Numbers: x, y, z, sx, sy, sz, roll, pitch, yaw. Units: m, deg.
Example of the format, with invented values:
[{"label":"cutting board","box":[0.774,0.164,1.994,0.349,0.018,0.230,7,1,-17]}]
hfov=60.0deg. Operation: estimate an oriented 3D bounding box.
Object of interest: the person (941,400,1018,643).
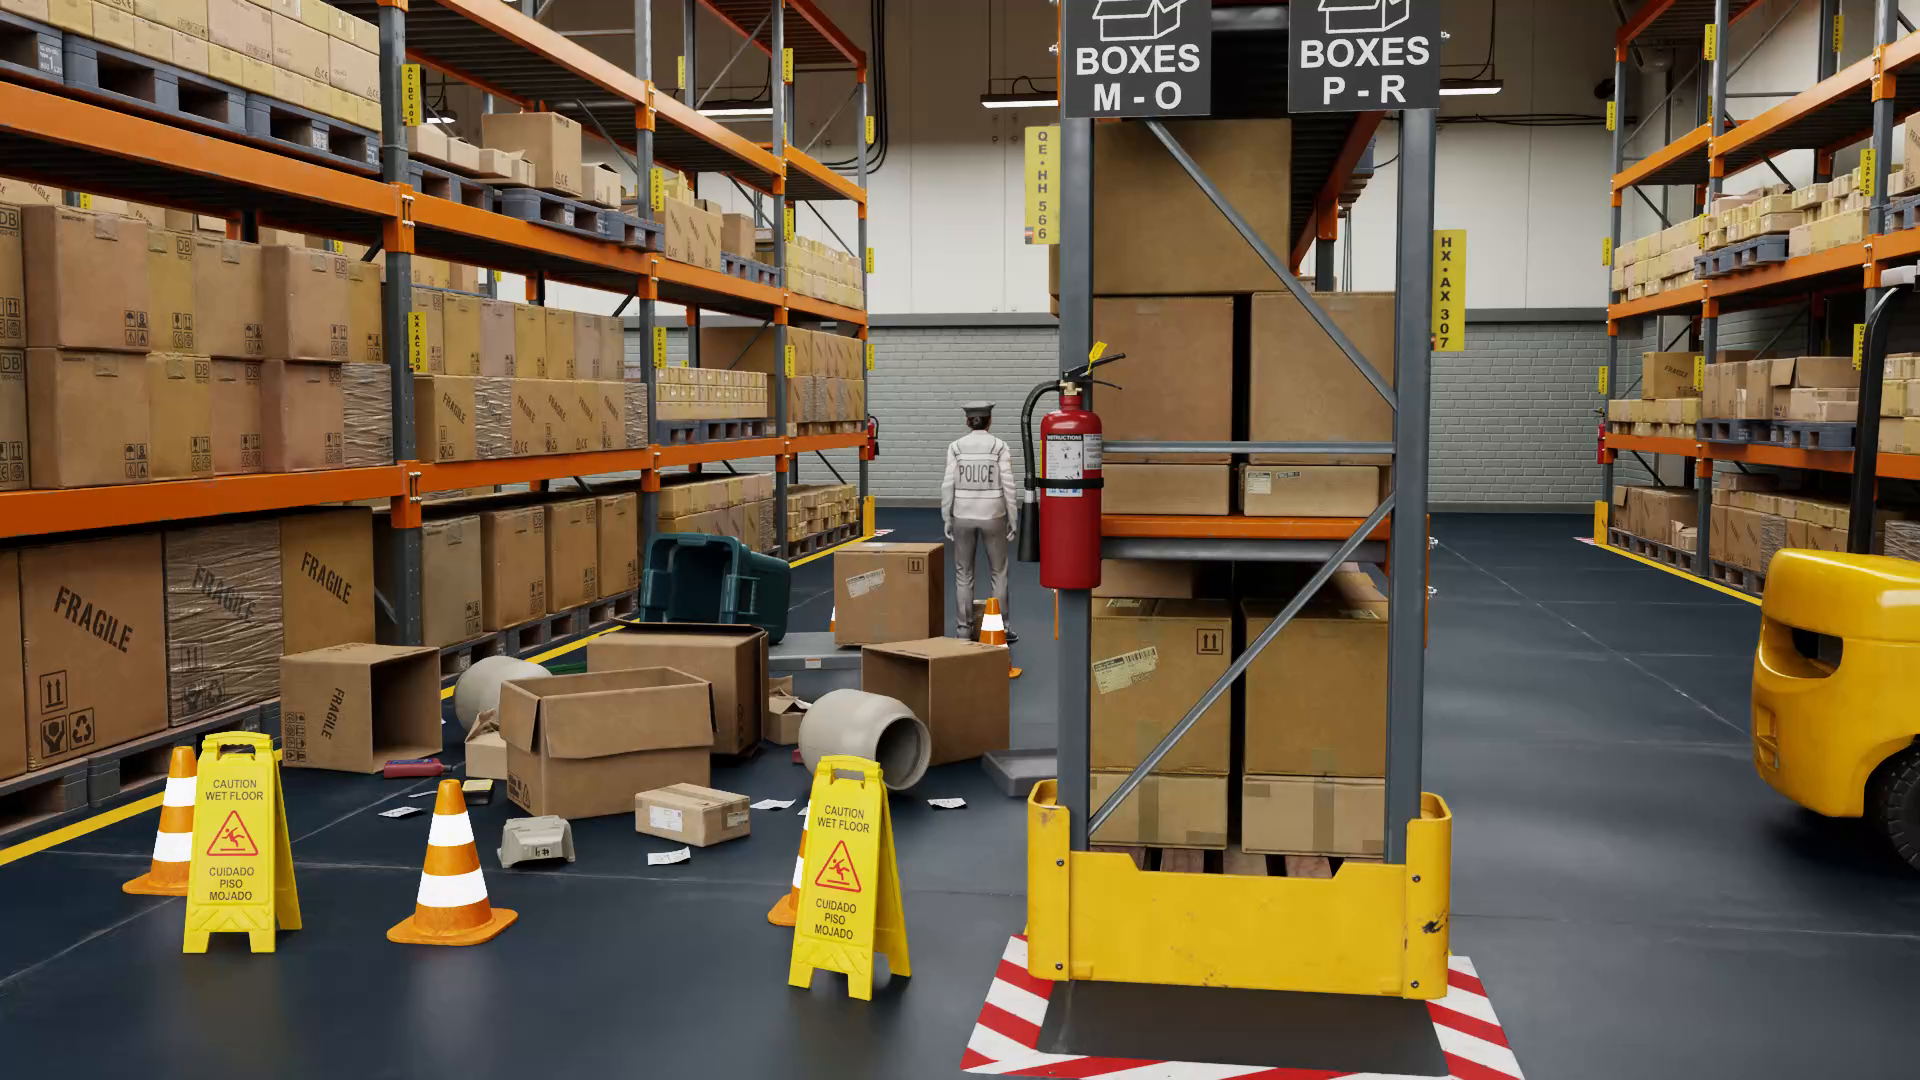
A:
[{"label":"person","box":[0.136,-0.124,11.424,0.529,1.664,0.371,1,5,9]}]
